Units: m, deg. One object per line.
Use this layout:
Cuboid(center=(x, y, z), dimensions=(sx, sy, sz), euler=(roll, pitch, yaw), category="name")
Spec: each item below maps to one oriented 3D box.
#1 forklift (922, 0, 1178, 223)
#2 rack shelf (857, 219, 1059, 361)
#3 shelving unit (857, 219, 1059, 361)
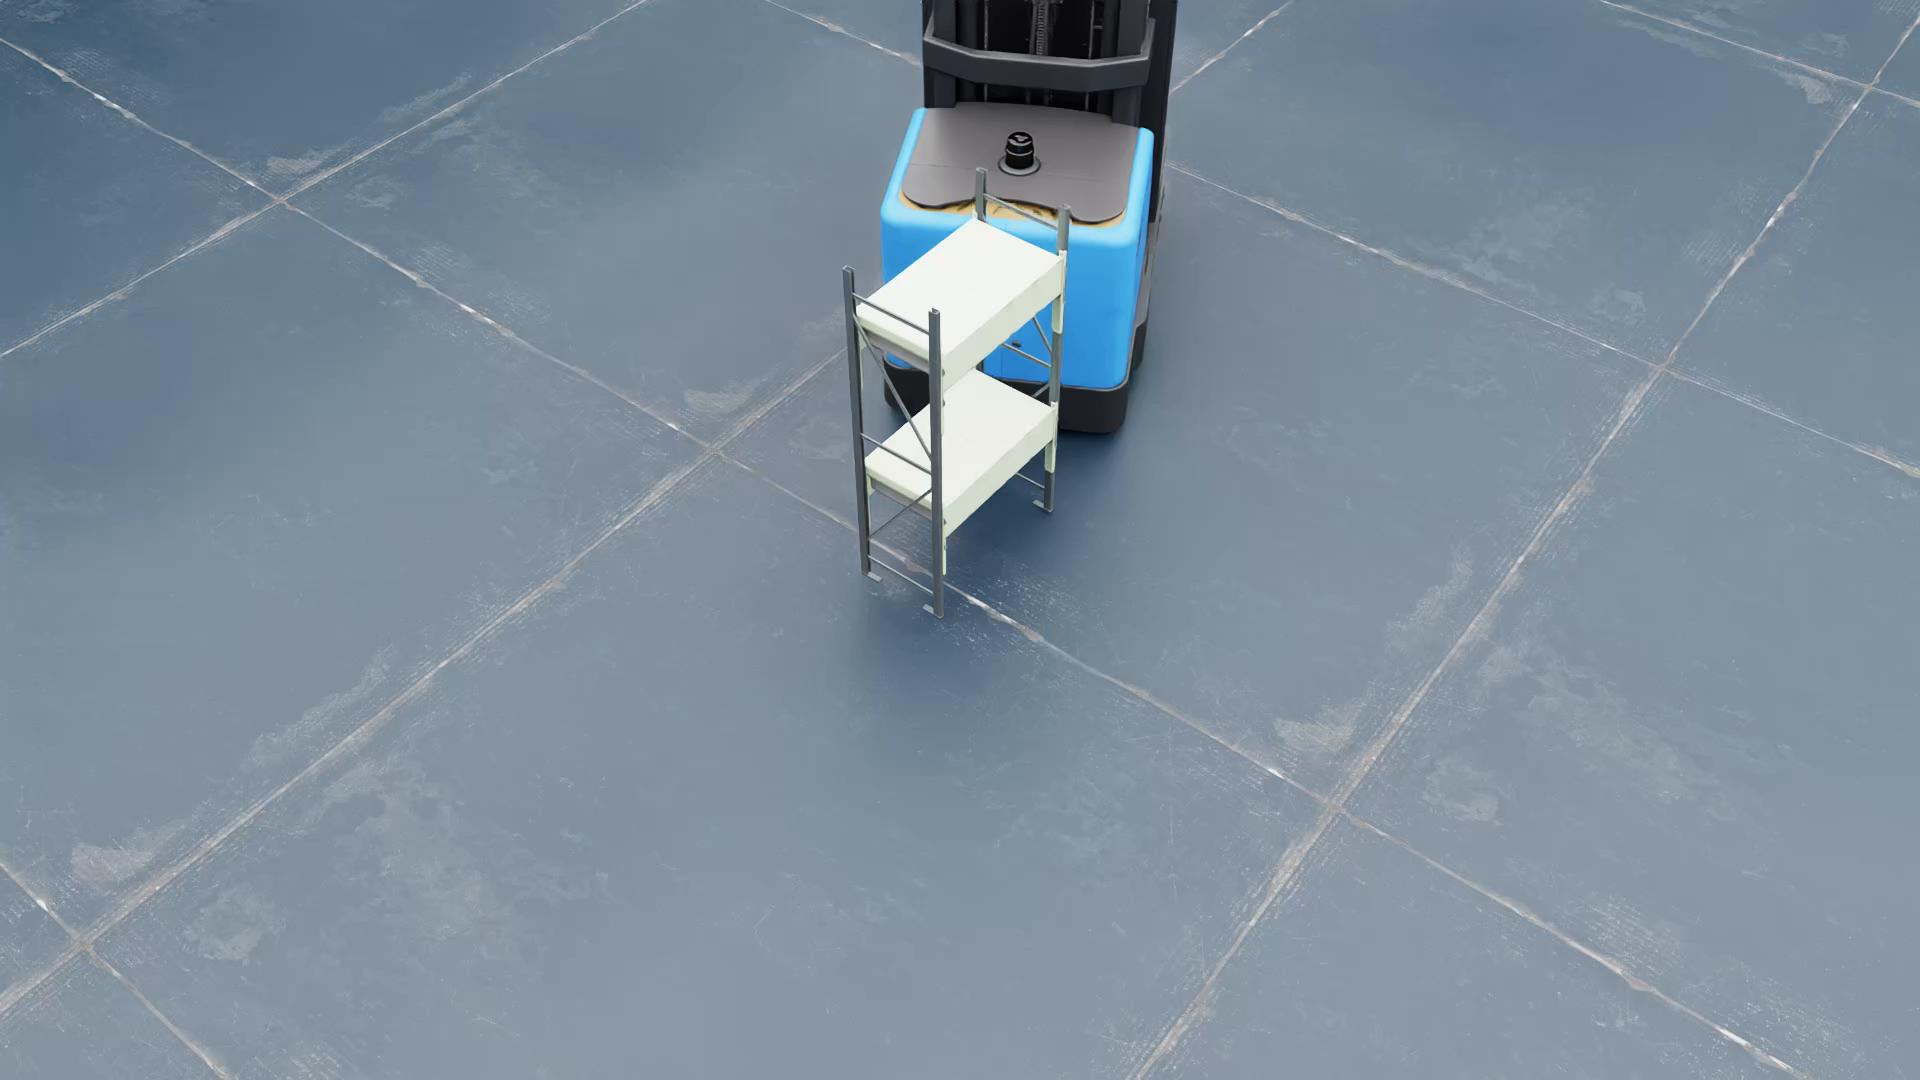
Cuboid(center=(0.495, -2.786, 7.521), dimensions=(1.118, 2.733, 2.170), euler=(7, 47, 7), category="forklift")
Cuboid(center=(-0.004, -0.876, 5.825), dimensions=(0.368, 0.052, 0.686), euler=(29, 53, 25), category="rack shelf")
Cuboid(center=(-0.004, -0.876, 5.825), dimensions=(0.368, 0.052, 0.686), euler=(29, 53, 25), category="shelving unit")
